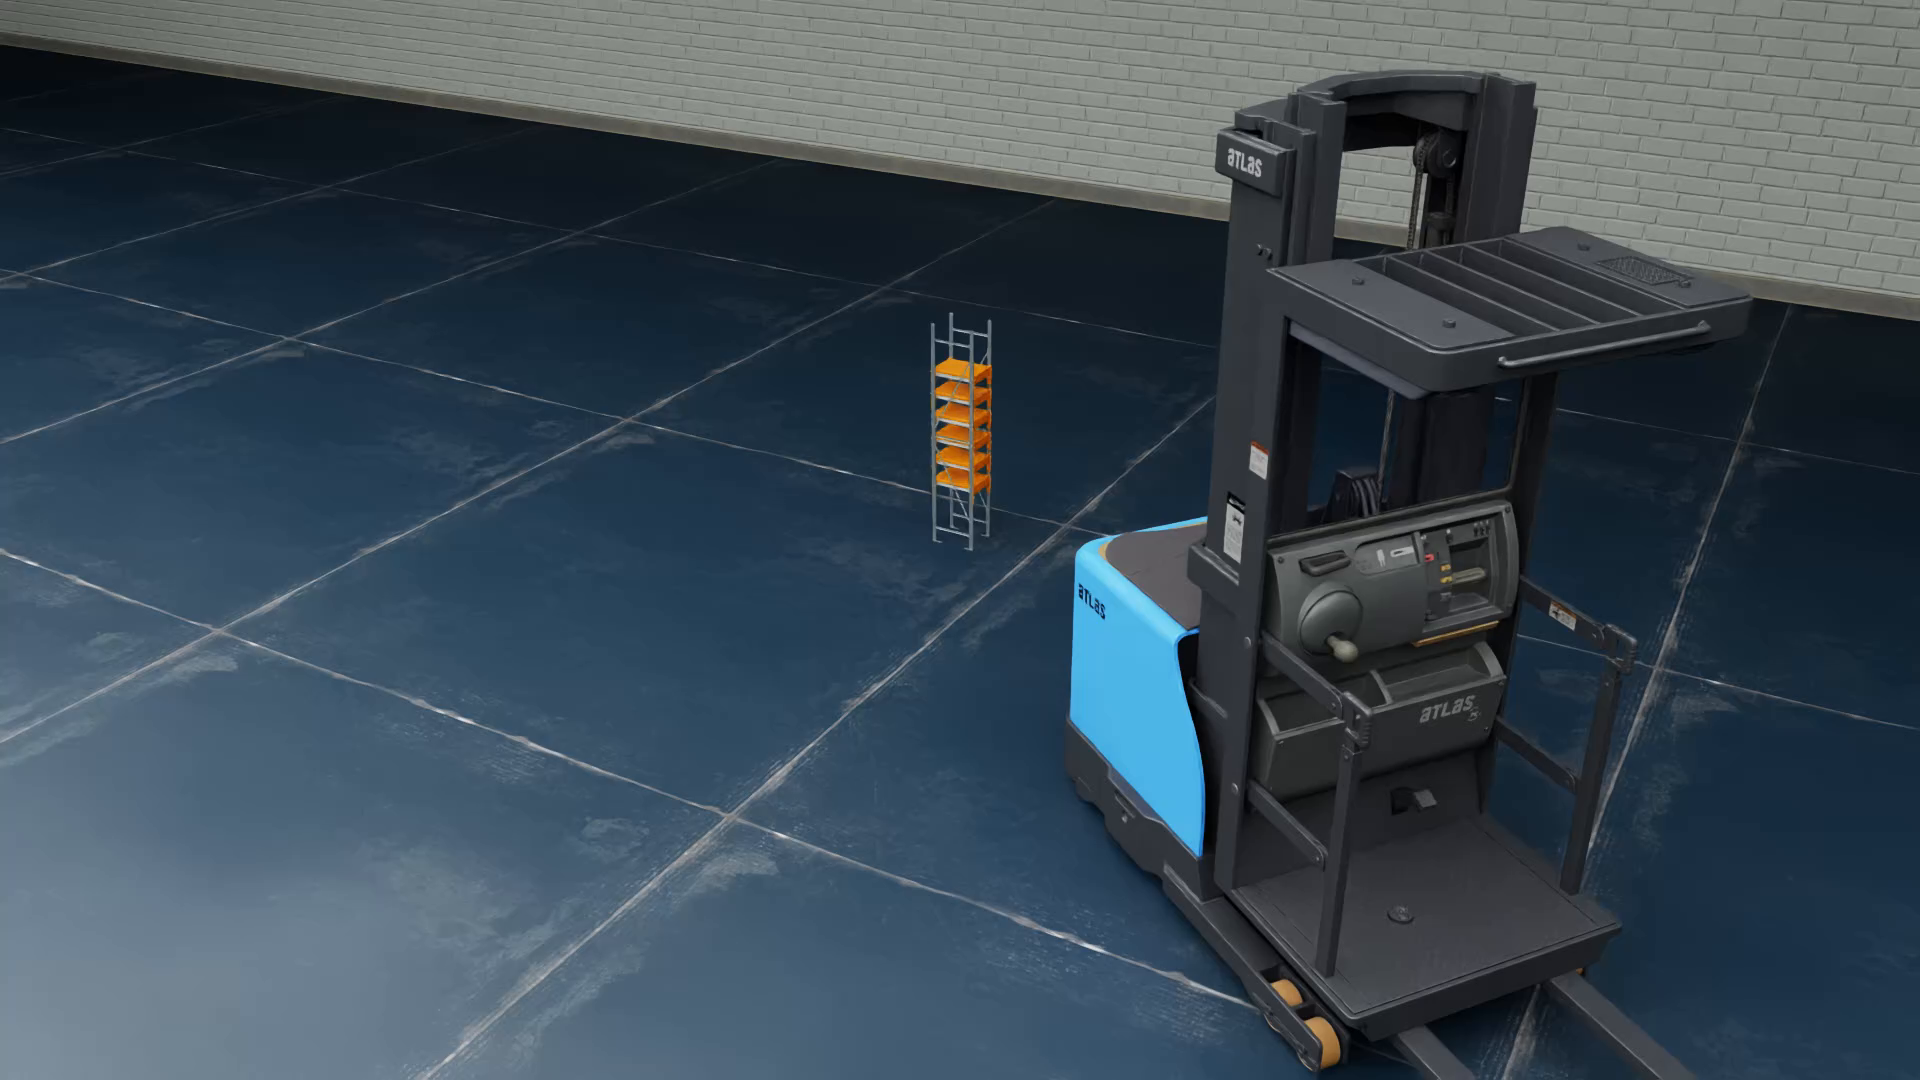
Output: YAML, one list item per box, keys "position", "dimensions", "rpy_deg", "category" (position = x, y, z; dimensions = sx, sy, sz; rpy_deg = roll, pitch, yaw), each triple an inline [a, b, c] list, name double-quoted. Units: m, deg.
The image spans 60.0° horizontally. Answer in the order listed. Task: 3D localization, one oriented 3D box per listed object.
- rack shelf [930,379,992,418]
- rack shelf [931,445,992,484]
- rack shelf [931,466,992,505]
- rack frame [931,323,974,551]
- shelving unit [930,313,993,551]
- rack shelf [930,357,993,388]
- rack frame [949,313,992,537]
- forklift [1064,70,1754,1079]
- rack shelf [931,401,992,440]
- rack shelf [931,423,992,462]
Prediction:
- position: [0.007, -0.717, 8.405]
  dimensions: [0.258, 0.103, 0.180]
  rpy_deg: [14, 30, 26]
  category: "rack shelf"
- position: [0.007, -0.395, 8.566]
  dimensions: [0.258, 0.103, 0.180]
  rpy_deg: [14, 30, 26]
  category: "rack shelf"
- position: [0.007, -0.288, 8.620]
  dimensions: [0.258, 0.103, 0.180]
  rpy_deg: [14, 30, 26]
  category: "rack shelf"
- position: [-0.038, -0.507, 8.421]
  dimensions: [0.240, 1.200, 0.006]
  rpy_deg: [14, 30, 26]
  category: "rack frame"
- position: [0.007, -0.542, 8.493]
  dimensions: [0.258, 1.200, 0.189]
  rpy_deg: [14, 30, 26]
  category: "shelving unit"
- position: [0.007, -0.824, 8.351]
  dimensions: [0.258, 0.103, 0.180]
  rpy_deg: [14, 30, 26]
  category: "rack shelf"
- position: [0.052, -0.578, 8.564]
  dimensions: [0.240, 1.200, 0.006]
  rpy_deg: [14, 30, 26]
  category: "rack frame"
- position: [1.487, 0.172, 5.132]
  dimensions: [1.130, 2.935, 3.031]
  rpy_deg: [-11, 29, -21]
  category: "forklift"
- position: [0.007, -0.610, 8.459]
  dimensions: [0.258, 0.103, 0.180]
  rpy_deg: [14, 30, 26]
  category: "rack shelf"
- position: [0.007, -0.502, 8.513]
  dimensions: [0.258, 0.103, 0.180]
  rpy_deg: [14, 30, 26]
  category: "rack shelf"
